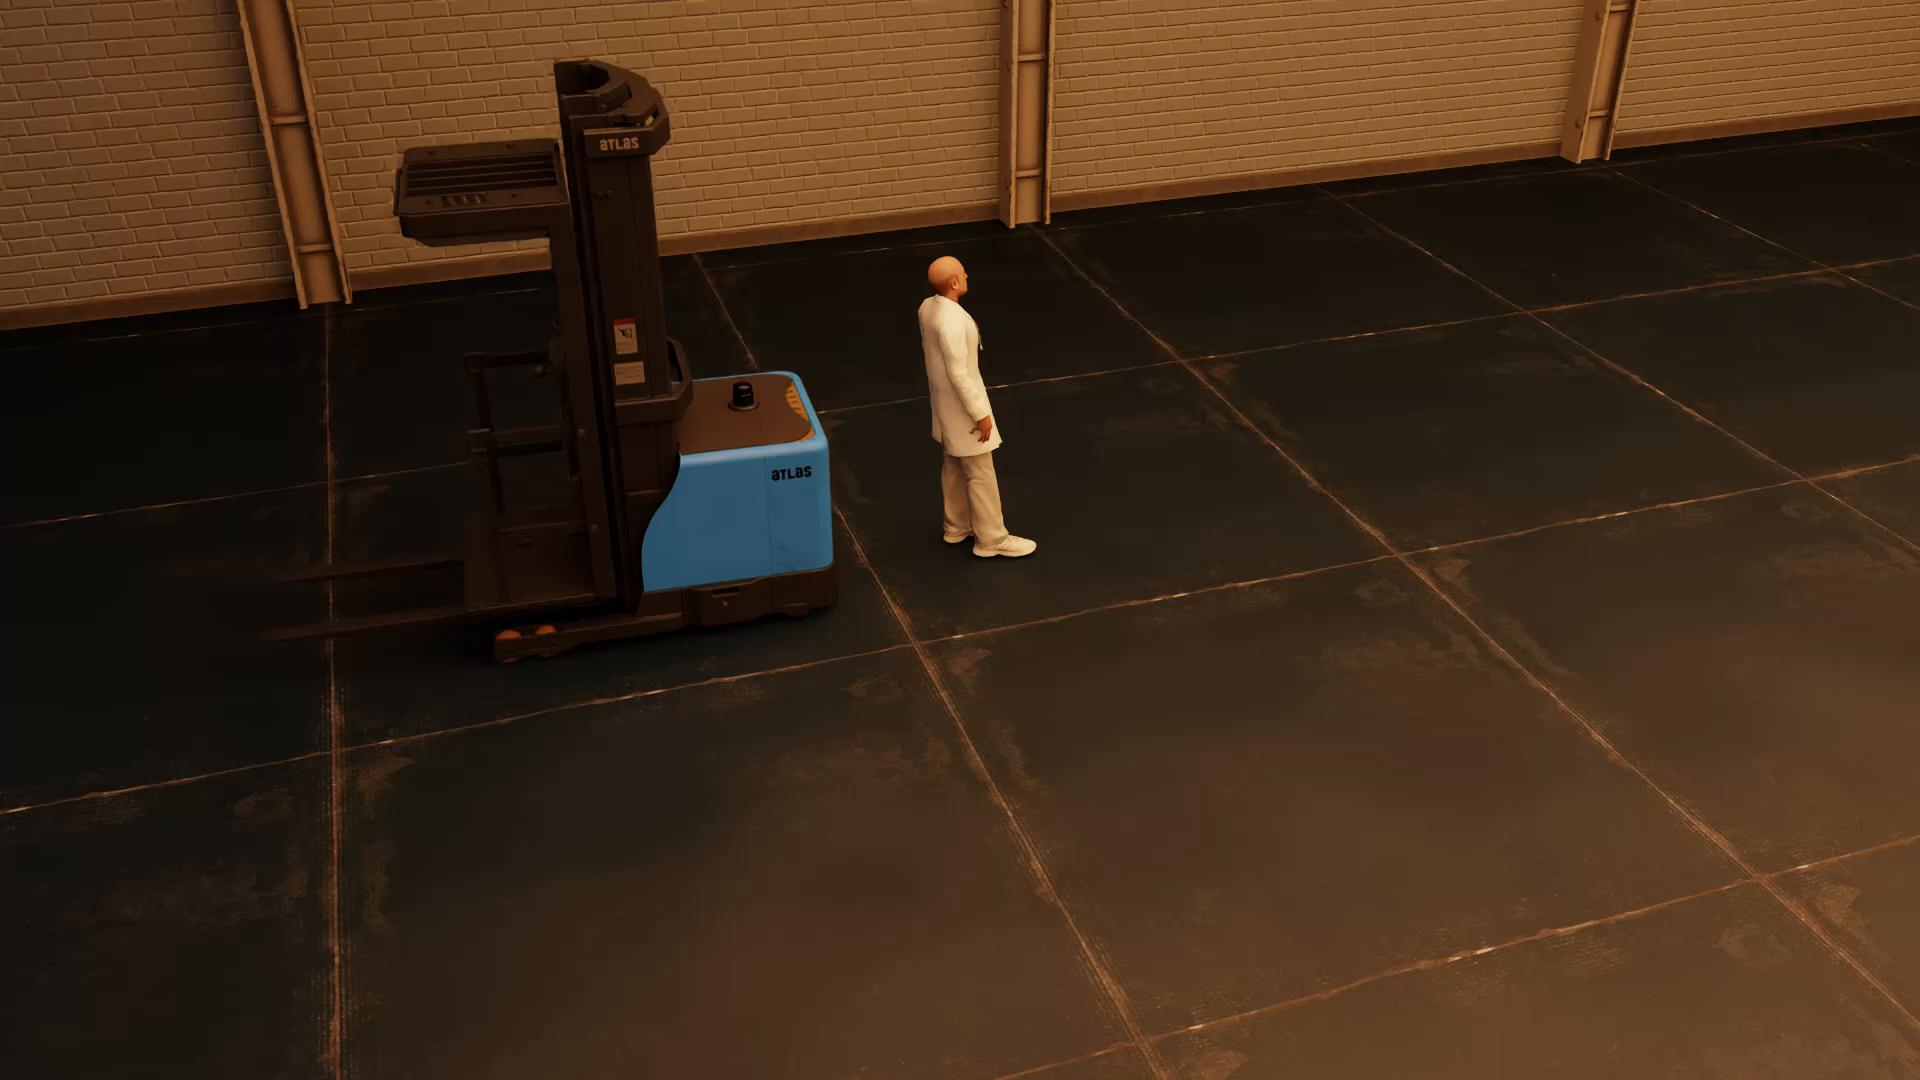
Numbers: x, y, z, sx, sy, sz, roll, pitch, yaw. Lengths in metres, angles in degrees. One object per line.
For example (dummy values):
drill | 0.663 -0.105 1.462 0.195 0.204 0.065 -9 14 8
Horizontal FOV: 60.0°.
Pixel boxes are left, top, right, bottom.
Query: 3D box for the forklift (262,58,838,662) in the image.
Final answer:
forklift | -2.262 -0.909 8.667 3.031 2.935 1.130 -8 31 -13

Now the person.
person | 0.088 -0.789 9.601 0.578 1.777 0.696 -10 31 -16
